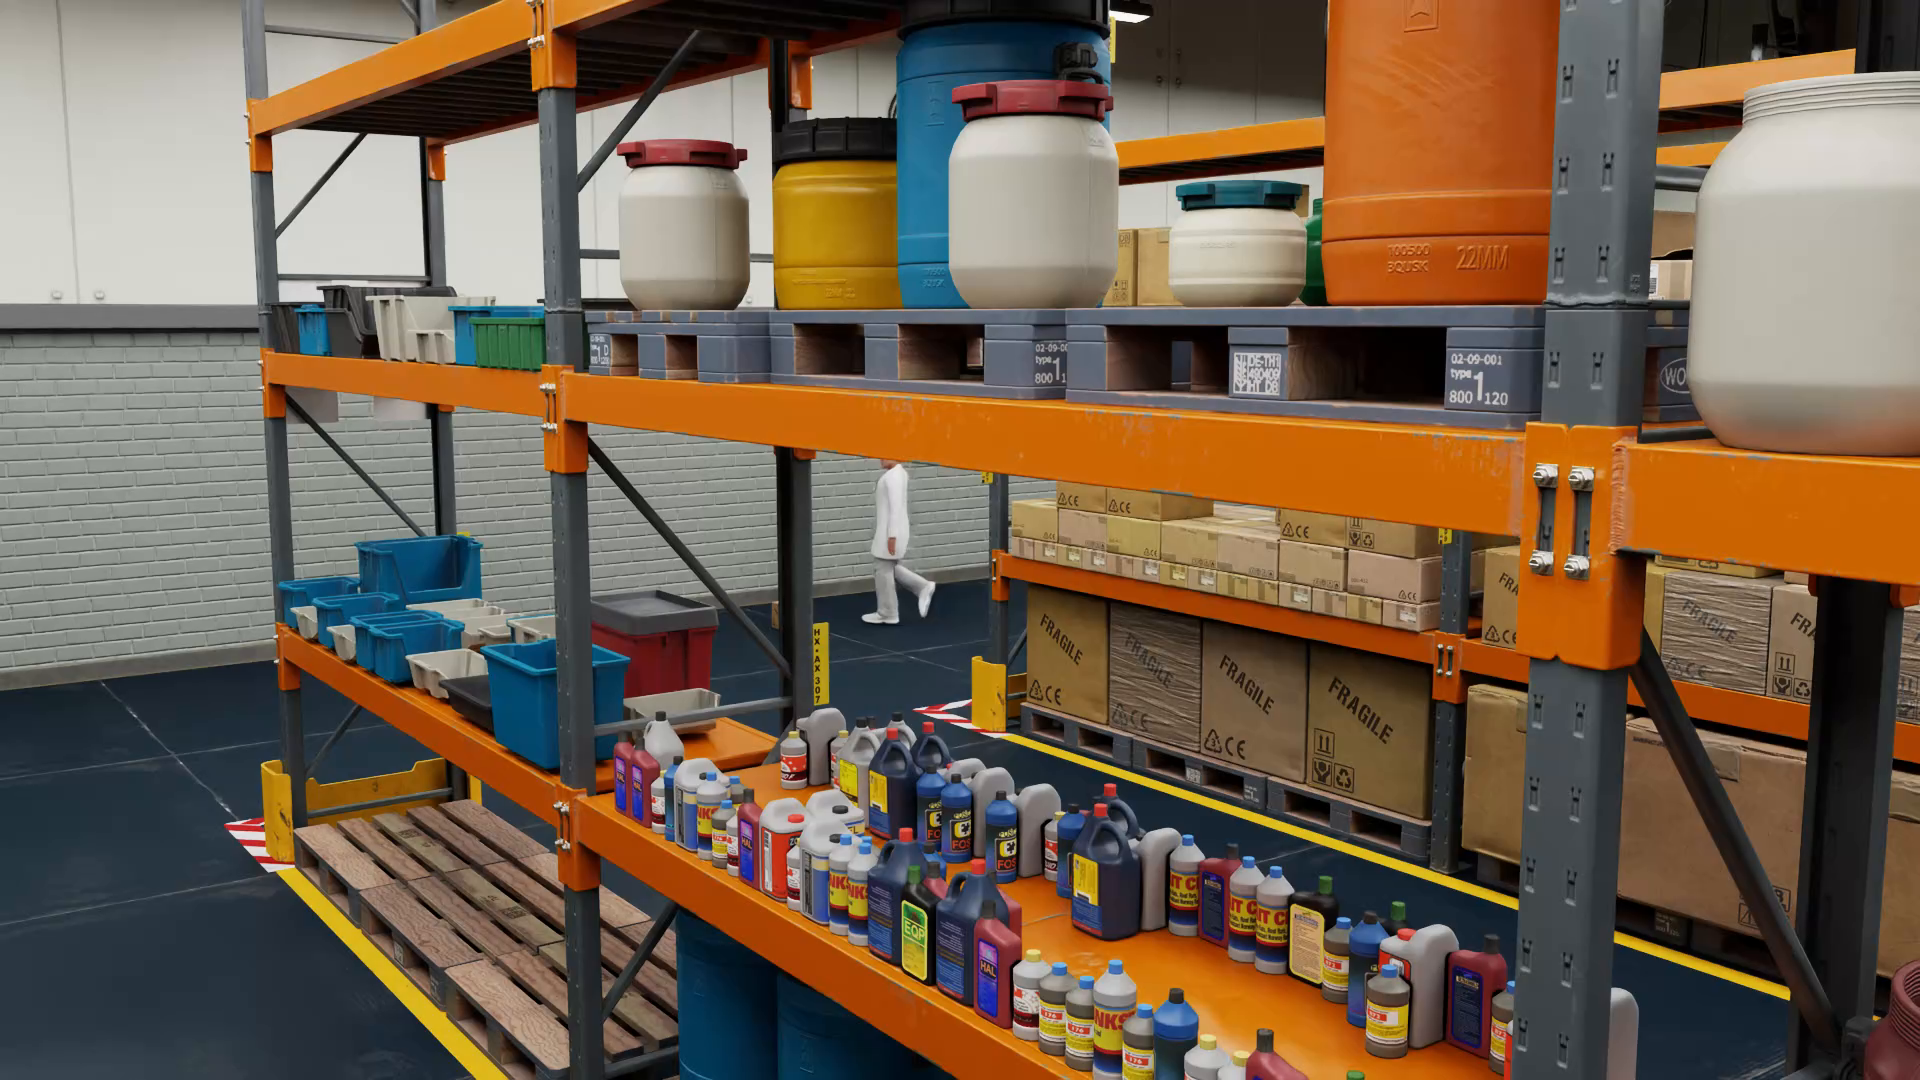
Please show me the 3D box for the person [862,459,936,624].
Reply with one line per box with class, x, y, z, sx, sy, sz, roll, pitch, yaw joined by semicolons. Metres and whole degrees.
person;-0.611;-0.066;16.177;0.714;1.766;0.568;1;8;10
